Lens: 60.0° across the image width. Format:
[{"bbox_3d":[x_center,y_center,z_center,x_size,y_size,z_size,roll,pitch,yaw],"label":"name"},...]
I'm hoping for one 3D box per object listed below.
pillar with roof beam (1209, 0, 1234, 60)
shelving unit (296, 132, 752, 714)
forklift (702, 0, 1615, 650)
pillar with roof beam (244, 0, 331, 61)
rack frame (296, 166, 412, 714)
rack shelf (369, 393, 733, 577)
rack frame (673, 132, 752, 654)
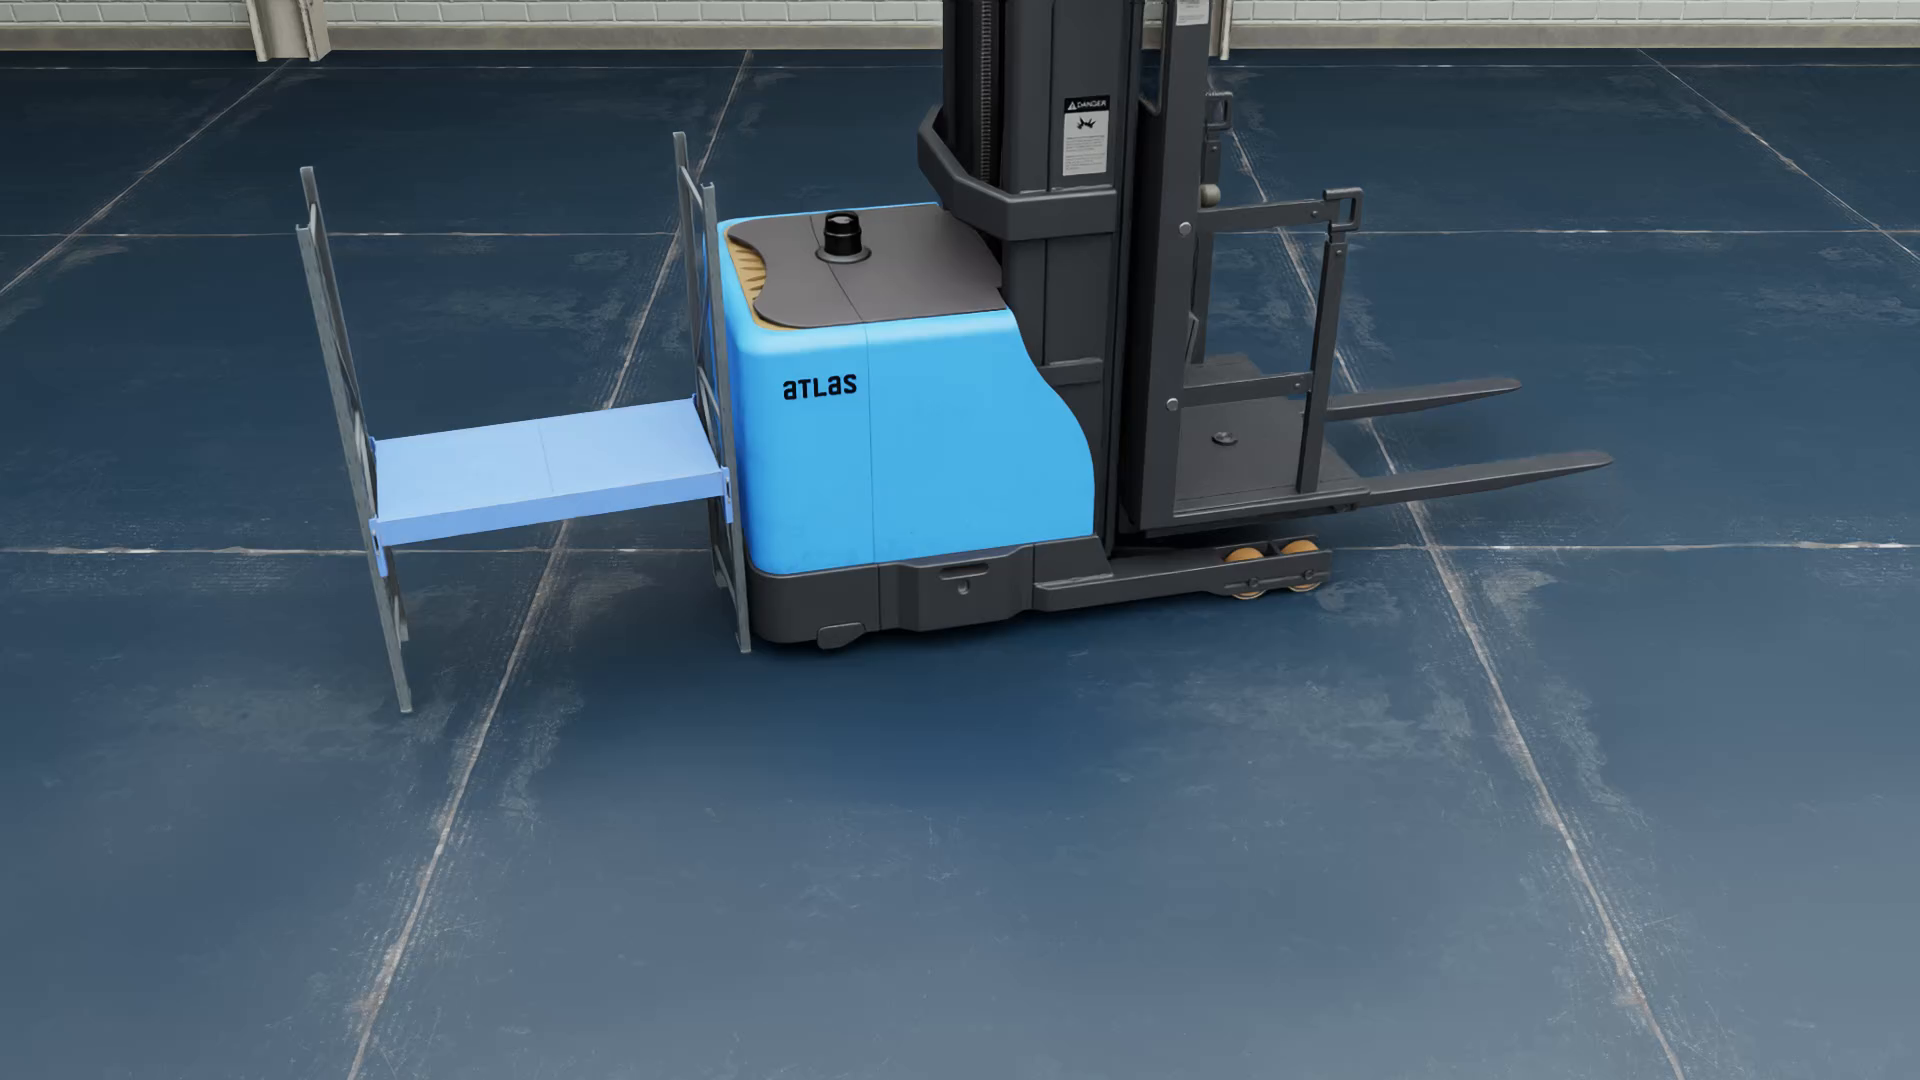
[{"bbox_3d":[1.600,-4.864,5.091,0.400,9.000,9.100,0,31,0],"label":"pillar with roof beam"},{"bbox_3d":[-1.224,-0.333,4.853,1.048,1.500,0.538,-9,32,-15],"label":"shelving unit"},{"bbox_3d":[0.729,-1.317,5.095,3.031,2.935,1.130,-7,32,-12],"label":"forklift"},{"bbox_3d":[-4.400,-4.845,5.060,0.400,9.000,9.100,0,31,0],"label":"pillar with roof beam"},{"bbox_3d":[-1.708,-0.254,4.723,0.032,1.500,0.500,-9,32,-15],"label":"rack frame"},{"bbox_3d":[-1.224,-0.179,4.947,1.000,0.185,0.538,-9,32,-15],"label":"rack shelf"},{"bbox_3d":[-0.739,-0.413,4.984,0.032,1.500,0.500,-9,32,-15],"label":"rack frame"}]
